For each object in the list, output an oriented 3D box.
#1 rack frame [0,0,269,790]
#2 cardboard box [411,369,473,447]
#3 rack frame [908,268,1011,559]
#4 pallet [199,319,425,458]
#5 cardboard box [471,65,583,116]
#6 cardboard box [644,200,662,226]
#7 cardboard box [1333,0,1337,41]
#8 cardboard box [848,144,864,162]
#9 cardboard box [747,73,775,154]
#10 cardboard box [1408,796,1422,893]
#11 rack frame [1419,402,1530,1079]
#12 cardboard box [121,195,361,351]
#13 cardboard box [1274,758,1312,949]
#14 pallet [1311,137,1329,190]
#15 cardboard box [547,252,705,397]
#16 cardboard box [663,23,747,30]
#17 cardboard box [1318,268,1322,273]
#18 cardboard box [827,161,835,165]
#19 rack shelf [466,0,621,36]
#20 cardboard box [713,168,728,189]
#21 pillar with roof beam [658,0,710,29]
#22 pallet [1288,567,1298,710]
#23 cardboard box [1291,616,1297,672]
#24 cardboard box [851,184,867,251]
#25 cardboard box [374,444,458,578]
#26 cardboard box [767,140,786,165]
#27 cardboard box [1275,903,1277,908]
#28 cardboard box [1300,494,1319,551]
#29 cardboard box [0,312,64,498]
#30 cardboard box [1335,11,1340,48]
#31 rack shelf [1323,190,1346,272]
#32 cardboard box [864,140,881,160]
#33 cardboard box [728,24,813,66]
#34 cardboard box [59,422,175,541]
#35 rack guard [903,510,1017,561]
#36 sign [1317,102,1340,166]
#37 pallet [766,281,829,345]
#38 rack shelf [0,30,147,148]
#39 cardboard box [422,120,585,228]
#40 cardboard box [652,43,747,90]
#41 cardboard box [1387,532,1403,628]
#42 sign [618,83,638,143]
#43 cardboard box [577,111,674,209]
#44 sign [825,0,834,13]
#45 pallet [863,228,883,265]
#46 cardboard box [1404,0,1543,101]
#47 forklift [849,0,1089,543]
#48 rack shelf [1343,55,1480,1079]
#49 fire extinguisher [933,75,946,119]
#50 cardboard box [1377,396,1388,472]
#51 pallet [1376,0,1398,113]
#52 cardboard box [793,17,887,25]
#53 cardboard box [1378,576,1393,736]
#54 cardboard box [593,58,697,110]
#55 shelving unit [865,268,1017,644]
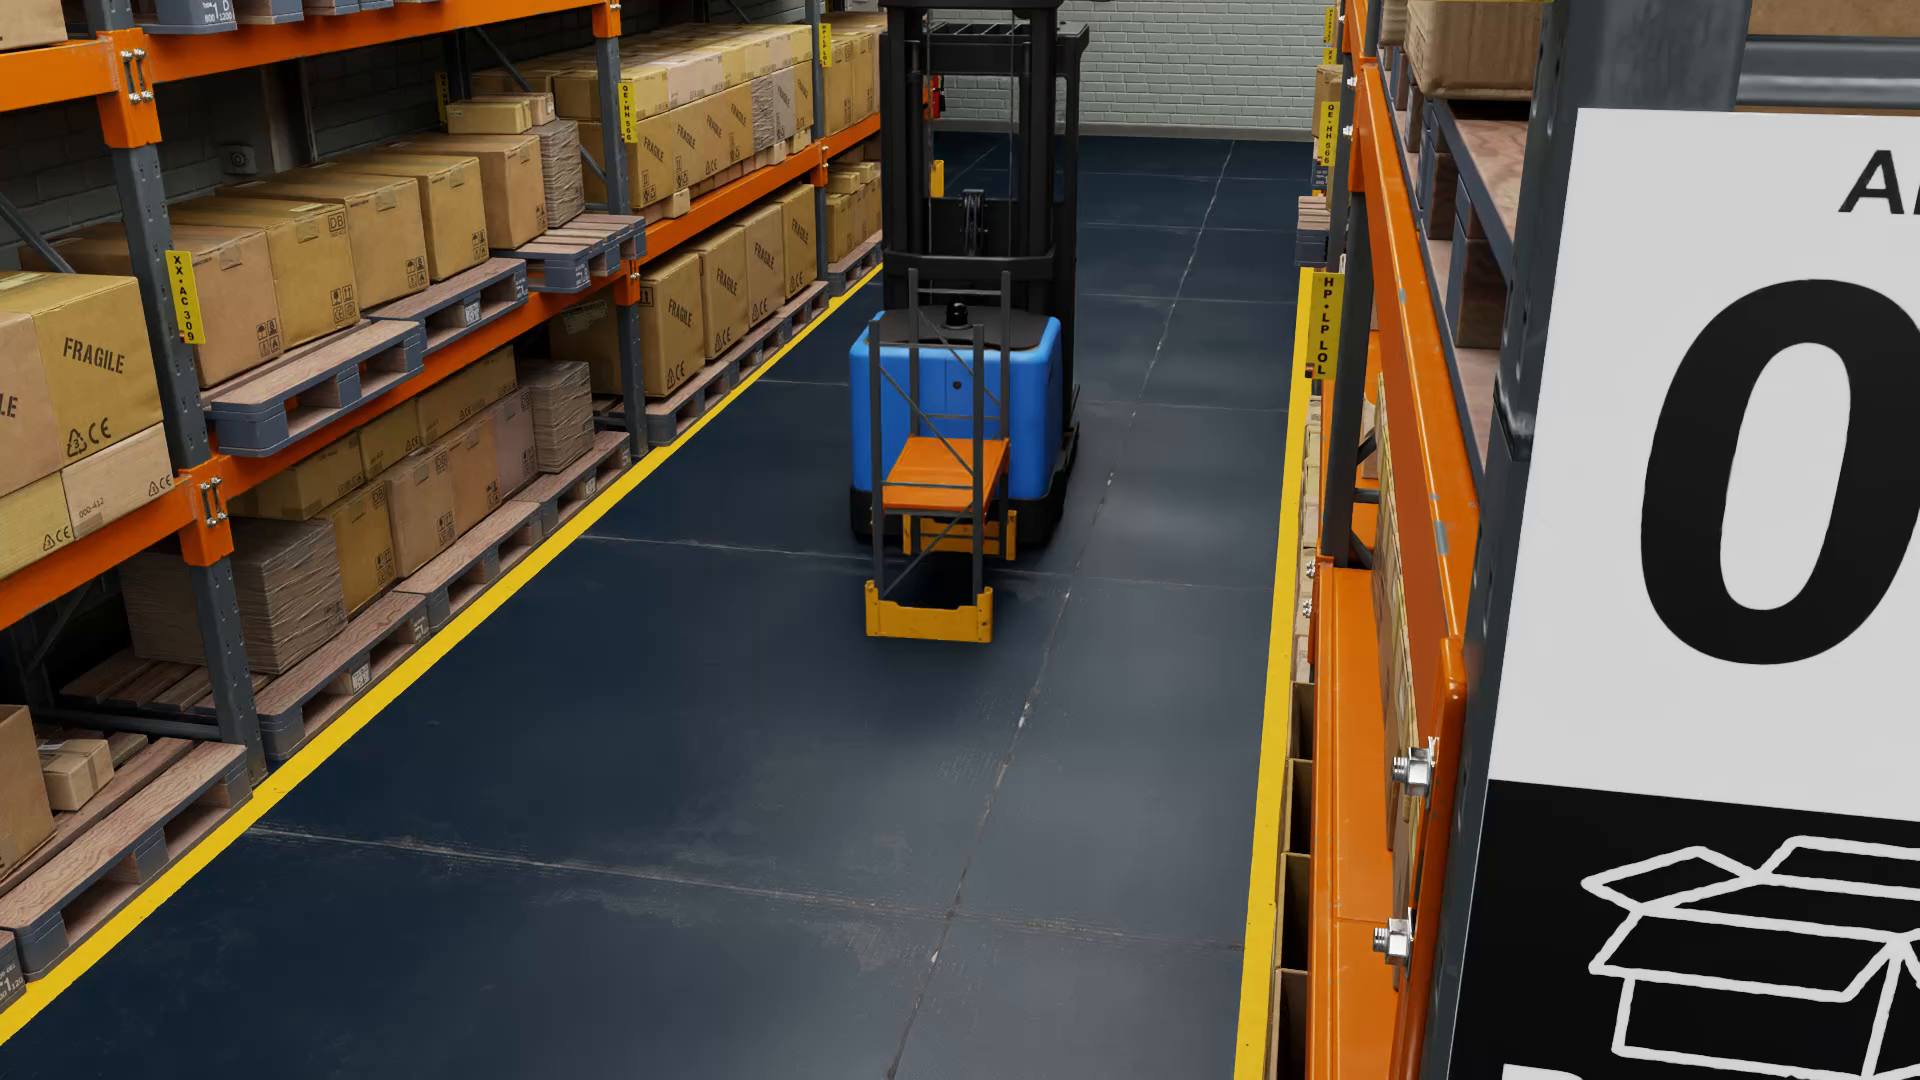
[{"bbox_3d":[-3.222,-0.477,6.023,1.000,3.000,0.127,4,22,11],"label":"rack frame"},{"bbox_3d":[-2.779,-0.673,8.262,0.500,0.250,0.500,4,22,11],"label":"cardboard box"},{"bbox_3d":[-0.003,-0.616,8.376,0.500,1.500,0.032,3,22,8],"label":"rack frame"},{"bbox_3d":[-2.923,-0.656,6.725,1.003,0.211,1.213,4,22,11],"label":"pallet"},{"bbox_3d":[-2.567,-2.667,9.898,0.500,0.250,0.500,5,22,12],"label":"cardboard box"},{"bbox_3d":[-2.052,-2.027,10.181,0.380,0.149,0.250,5,22,12],"label":"cardboard box"},{"bbox_3d":[3.522,-4.483,14.497,0.500,0.500,0.500,5,22,12],"label":"cardboard box"},{"bbox_3d":[-1.142,-3.722,15.997,0.380,0.149,0.250,5,22,11],"label":"cardboard box"},{"bbox_3d":[-1.642,-3.038,11.823,0.500,0.500,0.500,4,22,11],"label":"cardboard box"},{"bbox_3d":[0.915,0.483,2.636,0.380,0.149,0.250,5,23,13],"label":"cardboard box"},{"bbox_3d":[0.812,1.362,1.456,1.000,3.000,0.127,4,22,11],"label":"rack frame"},{"bbox_3d":[-2.963,-1.115,6.884,0.700,0.500,0.500,7,23,16],"label":"cardboard box"},{"bbox_3d":[1.133,0.961,4.566,0.500,0.500,0.500,4,22,11],"label":"cardboard box"},{"bbox_3d":[2.991,-2.654,11.684,1.003,0.211,1.213,4,22,11],"label":"pallet"},{"bbox_3d":[-2.127,-1.396,10.621,0.750,0.750,0.750,4,22,10],"label":"cardboard box"},{"bbox_3d":[-1.938,-3.796,12.701,0.500,0.250,0.500,5,23,13],"label":"cardboard box"},{"bbox_3d":[2.924,-1.913,12.345,0.500,0.500,0.500,3,22,8],"label":"cardboard box"},{"bbox_3d":[-1.349,-3.348,15.068,0.380,0.149,0.250,5,22,11],"label":"cardboard box"},{"bbox_3d":[-1.997,-3.729,11.045,1.077,0.370,4.000,4,22,11],"label":"rack shelf"},{"bbox_3d":[-1.809,-2.497,11.348,0.380,0.149,0.250,5,22,11],"label":"cardboard box"},{"bbox_3d":[1.921,-6.179,12.151,9.100,9.000,0.400,4,22,11],"label":"pillar with roof beam"},{"bbox_3d":[1.988,0.473,7.397,1.003,0.211,1.213,4,22,11],"label":"pallet"},{"bbox_3d":[1.638,0.434,6.879,0.500,0.250,0.500,5,22,12],"label":"cardboard box"},{"bbox_3d":[-1.230,-2.887,14.791,0.700,0.500,0.500,4,22,10],"label":"cardboard box"},{"bbox_3d":[-2.888,-0.168,8.014,0.700,0.500,0.500,5,22,12],"label":"cardboard box"},{"bbox_3d":[-1.503,-2.864,12.259,0.380,0.149,0.250,4,22,11],"label":"cardboard box"},{"bbox_3d":[1.237,1.126,5.160,0.500,0.250,0.500,4,22,11],"label":"cardboard box"},{"bbox_3d":[1.741,-0.007,7.223,0.500,0.311,0.500,4,22,10],"label":"cardboard box"},{"bbox_3d":[-3.112,-0.385,4.965,0.500,0.500,0.500,4,22,11],"label":"cardboard box"},{"bbox_3d":[3.111,-3.741,12.656,0.500,0.500,0.500,5,22,11],"label":"cardboard box"},{"bbox_3d":[2.853,-1.961,10.671,1.077,0.370,4.000,4,22,11],"label":"rack shelf"},{"bbox_3d":[-0.717,-3.784,16.149,0.380,0.149,0.250,5,22,12],"label":"cardboard box"},{"bbox_3d":[-1.434,-3.754,12.597,0.500,0.250,0.500,5,22,12],"label":"cardboard box"},{"bbox_3d":[-3.022,-0.220,5.560,0.500,0.250,0.500,5,22,11],"label":"cardboard box"},{"bbox_3d":[-0.003,-0.036,8.608,0.587,0.250,0.087,3,22,8],"label":"rack guard"},{"bbox_3d":[1.912,-2.102,8.613,0.100,0.325,0.005,4,22,11],"label":"sign"},{"bbox_3d":[-1.673,-1.821,13.093,1.003,0.211,1.213,4,22,11],"label":"pallet"},{"bbox_3d":[-3.630,-0.803,3.781,1.077,0.370,4.000,4,22,11],"label":"rack shelf"},{"bbox_3d":[-2.492,-2.018,9.126,0.700,0.500,0.500,2,22,5],"label":"cardboard box"},{"bbox_3d":[-1.755,-3.195,11.208,0.500,0.250,0.500,4,22,10],"label":"cardboard box"},{"bbox_3d":[1.125,0.107,3.570,0.380,0.149,0.250,4,22,9],"label":"cardboard box"},{"bbox_3d":[-1.872,-2.402,9.359,0.100,0.325,0.005,4,22,11],"label":"sign"},{"bbox_3d":[-2.056,-2.292,9.970,0.500,0.500,0.500,5,22,13],"label":"cardboard box"},{"bbox_3d":[-1.315,-5.348,16.854,0.100,0.325,0.005,4,22,11],"label":"sign"},{"bbox_3d":[-1.111,-2.829,15.595,1.003,0.211,1.213,4,22,11],"label":"pallet"},{"bbox_3d":[0.789,-0.661,1.915,0.500,0.250,0.500,4,22,11],"label":"cardboard box"},{"bbox_3d":[0.140,-1.860,9.549,1.130,2.935,3.031,3,22,8],"label":"forklift"},{"bbox_3d":[1.221,-0.427,2.846,1.077,0.370,4.000,4,22,11],"label":"rack shelf"},{"bbox_3d":[-0.290,-4.677,17.053,0.296,0.674,0.183,4,22,11],"label":"fire extinguisher"},{"bbox_3d":[1.333,-0.273,4.513,0.380,0.149,0.250,5,22,12],"label":"cardboard box"},{"bbox_3d":[1.480,-1.137,3.765,1.003,0.211,1.213,4,22,11],"label":"pallet"},{"bbox_3d":[-1.005,-4.551,15.736,0.980,0.700,0.700,4,22,10],"label":"cardboard box"},{"bbox_3d":[1.443,0.209,4.186,0.700,0.500,0.500,4,22,10],"label":"cardboard box"},{"bbox_3d":[-1.951,-2.824,10.289,0.500,0.250,0.500,4,22,10],"label":"cardboard box"},{"bbox_3d":[-0.073,-0.432,7.918,0.587,1.500,1.083,3,22,8],"label":"shelving unit"}]
